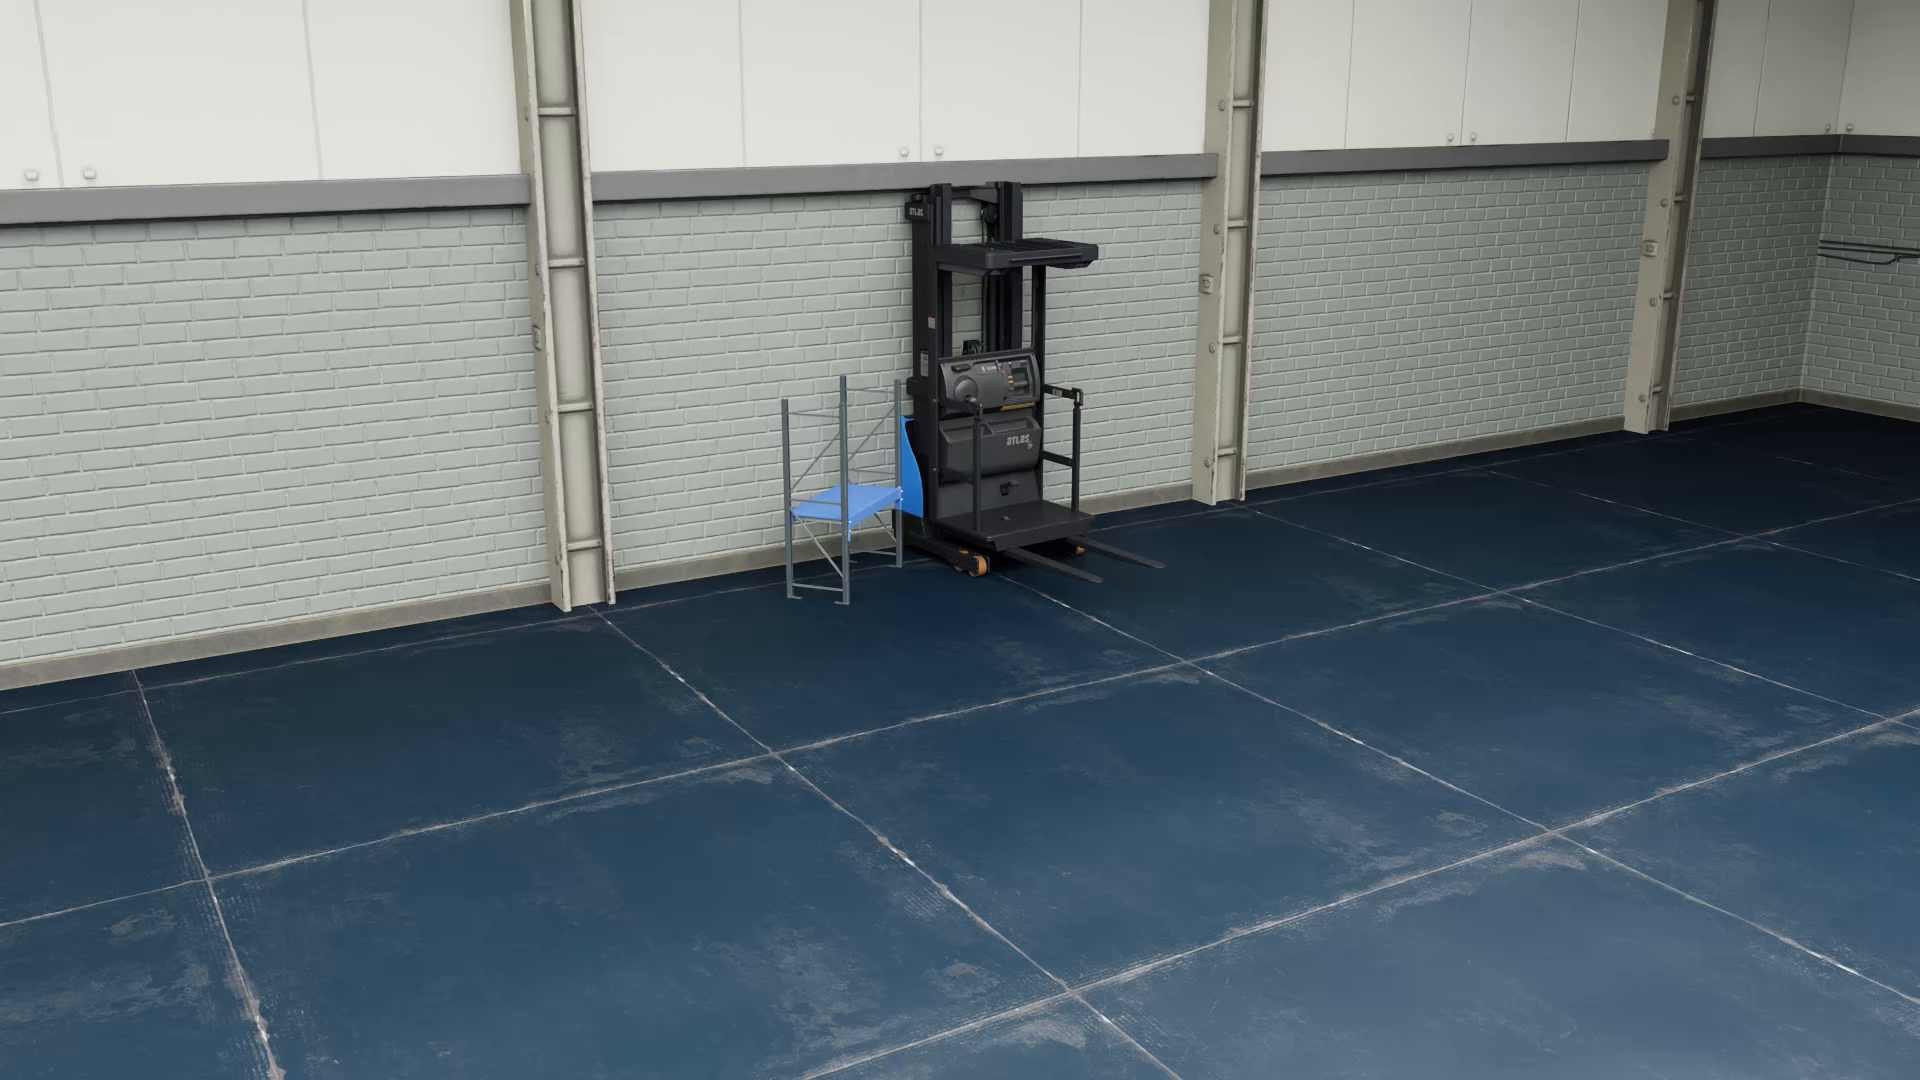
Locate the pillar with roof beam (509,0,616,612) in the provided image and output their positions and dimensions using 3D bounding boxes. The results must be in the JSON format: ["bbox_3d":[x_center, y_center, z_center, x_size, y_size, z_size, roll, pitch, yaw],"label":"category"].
[{"bbox_3d":[-0.563,-2.879,7.510,0.400,9.000,9.100,-9,18,-30],"label":"pillar with roof beam"}]

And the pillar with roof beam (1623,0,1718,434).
[{"bbox_3d":[9.723,-4.548,13.461,0.400,9.000,9.100,-9,18,-30],"label":"pillar with roof beam"}]

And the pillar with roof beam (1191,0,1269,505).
[{"bbox_3d":[4.580,-3.713,10.485,0.400,9.000,9.100,-9,18,-30],"label":"pillar with roof beam"}]

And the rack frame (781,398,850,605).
[{"bbox_3d":[-1.049,-0.273,12.103,0.500,1.500,0.032,6,17,20],"label":"rack frame"}]

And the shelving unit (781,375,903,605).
[{"bbox_3d":[-0.871,-0.401,12.562,0.538,1.500,1.048,6,17,20],"label":"shelving unit"}]

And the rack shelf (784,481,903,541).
[{"bbox_3d":[-0.871,-0.228,12.610,0.538,0.185,1.000,6,17,20],"label":"rack shelf"}]

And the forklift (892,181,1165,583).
[{"bbox_3d":[0.370,-1.274,13.025,1.130,2.935,3.031,-11,19,-35],"label":"forklift"}]

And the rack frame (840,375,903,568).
[{"bbox_3d":[-0.693,-0.530,13.020,0.500,1.500,0.032,6,17,20],"label":"rack frame"}]

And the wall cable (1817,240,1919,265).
[{"bbox_3d":[10.712,-4.152,17.802,0.112,2.526,3.097,-9,18,-30],"label":"wall cable"}]
